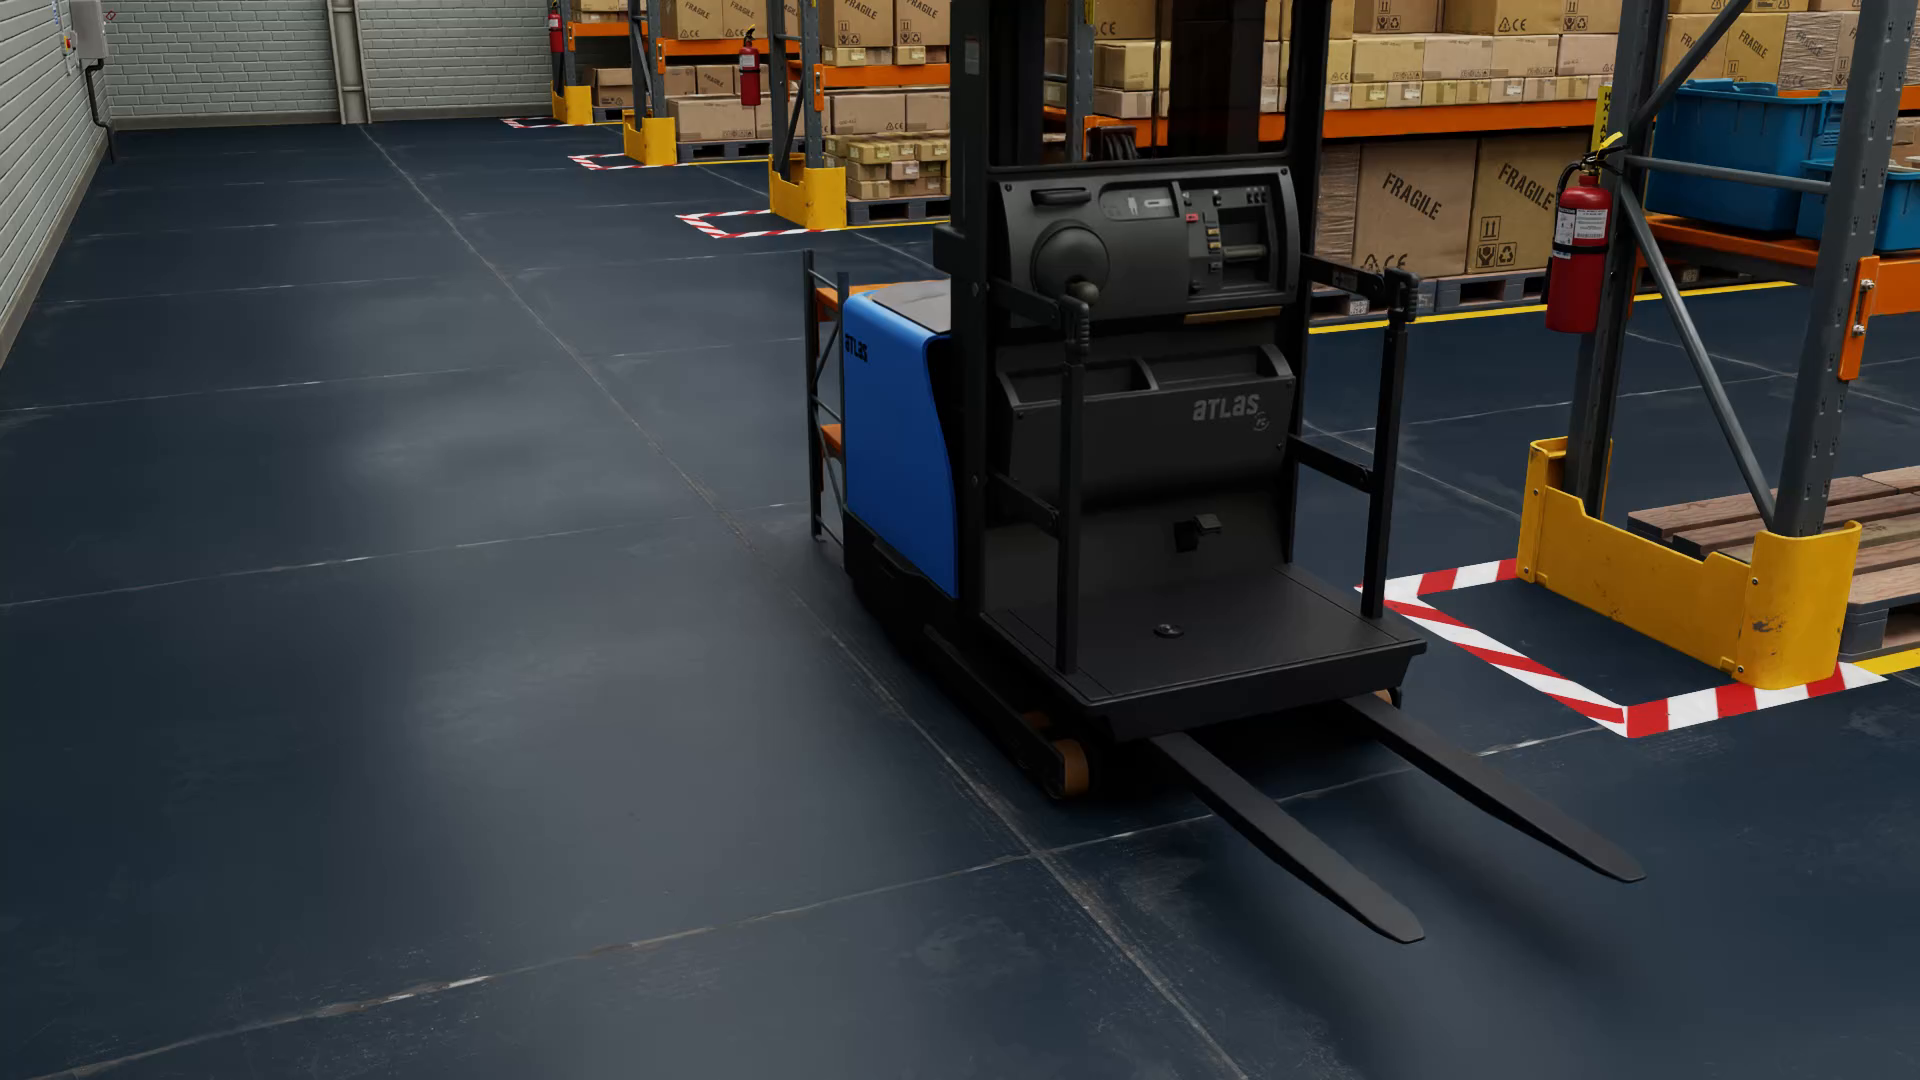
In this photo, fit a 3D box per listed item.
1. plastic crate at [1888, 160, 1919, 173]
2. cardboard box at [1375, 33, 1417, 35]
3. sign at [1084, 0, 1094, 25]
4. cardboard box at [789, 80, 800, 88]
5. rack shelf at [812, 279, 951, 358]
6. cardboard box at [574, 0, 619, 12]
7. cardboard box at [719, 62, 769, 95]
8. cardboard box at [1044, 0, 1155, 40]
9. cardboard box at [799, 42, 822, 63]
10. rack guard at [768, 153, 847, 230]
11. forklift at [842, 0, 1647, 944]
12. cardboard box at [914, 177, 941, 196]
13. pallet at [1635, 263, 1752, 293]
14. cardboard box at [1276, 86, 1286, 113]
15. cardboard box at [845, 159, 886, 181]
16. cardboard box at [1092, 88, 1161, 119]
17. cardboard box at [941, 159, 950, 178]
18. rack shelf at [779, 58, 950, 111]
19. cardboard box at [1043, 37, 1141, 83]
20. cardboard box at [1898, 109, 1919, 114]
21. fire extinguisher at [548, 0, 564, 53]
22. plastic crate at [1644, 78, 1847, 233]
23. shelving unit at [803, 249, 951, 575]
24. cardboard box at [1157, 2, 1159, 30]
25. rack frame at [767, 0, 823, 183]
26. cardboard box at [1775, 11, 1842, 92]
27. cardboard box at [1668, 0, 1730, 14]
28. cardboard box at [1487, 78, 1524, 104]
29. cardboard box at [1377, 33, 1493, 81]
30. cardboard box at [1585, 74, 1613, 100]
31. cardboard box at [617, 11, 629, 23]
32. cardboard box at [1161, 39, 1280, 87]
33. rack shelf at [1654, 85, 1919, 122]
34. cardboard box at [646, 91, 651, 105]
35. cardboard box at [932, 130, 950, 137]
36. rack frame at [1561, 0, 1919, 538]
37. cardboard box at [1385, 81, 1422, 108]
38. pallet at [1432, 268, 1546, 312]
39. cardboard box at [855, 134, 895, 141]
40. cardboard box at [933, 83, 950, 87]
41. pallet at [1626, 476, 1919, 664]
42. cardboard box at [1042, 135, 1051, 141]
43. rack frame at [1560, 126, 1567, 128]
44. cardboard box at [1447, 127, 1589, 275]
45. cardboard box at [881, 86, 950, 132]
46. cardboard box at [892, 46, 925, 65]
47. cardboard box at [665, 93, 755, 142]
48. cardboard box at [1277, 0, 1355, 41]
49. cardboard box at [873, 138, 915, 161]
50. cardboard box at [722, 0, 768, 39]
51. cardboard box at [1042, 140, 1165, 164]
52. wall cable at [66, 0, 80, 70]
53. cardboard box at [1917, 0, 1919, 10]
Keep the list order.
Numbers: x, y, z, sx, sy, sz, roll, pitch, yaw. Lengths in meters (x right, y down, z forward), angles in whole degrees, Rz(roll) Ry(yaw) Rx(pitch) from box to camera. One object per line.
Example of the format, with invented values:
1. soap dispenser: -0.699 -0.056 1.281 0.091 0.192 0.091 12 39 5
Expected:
1. plastic crate: 3.391 -1.247 5.853 0.243 0.136 0.396 -8 21 -22
2. cardboard box: 2.686 -3.137 10.693 0.500 0.250 0.500 -8 21 -21
3. sign: 0.695 -2.933 8.912 0.005 0.325 0.100 -8 21 -22
4. cardboard box: -2.442 -6.634 24.262 0.500 0.311 0.500 -7 21 -20
5. rack shelf: -0.012 -0.816 6.265 1.000 0.278 0.538 -7 21 -19
6. cardboard box: -4.891 -7.239 22.344 0.500 0.250 0.500 -8 21 -22
7. cardboard box: -3.062 -6.500 23.598 0.500 0.500 0.700 -9 21 -24
8. cardboard box: 0.823 -3.225 9.812 0.500 0.500 0.500 -8 21 -21
9. cardboard box: -1.204 -4.193 14.294 0.250 0.149 0.380 -8 21 -22
10. rack guard: -1.322 -3.014 14.329 0.348 0.500 1.175 -8 21 -22
11. forklift: 0.631 -0.838 4.489 1.130 2.935 3.031 -8 21 -22
12. cardboard box: -0.351 -3.102 14.475 0.250 0.149 0.380 -8 21 -21
13. pallet: 4.832 -1.992 11.863 1.213 0.211 1.003 -8 21 -22
14. cardboard box: 1.880 -2.620 9.826 0.250 0.149 0.380 -9 21 -23
15. cardboard box: -0.809 -3.167 14.213 0.250 0.149 0.380 -7 21 -20
16. cardboard box: 0.937 -2.485 9.440 0.250 0.149 0.380 -8 21 -21
17. cardboard box: -0.067 -3.246 14.437 0.250 0.149 0.380 -7 21 -20
18. rack shelf: 0.445 -4.107 14.752 4.000 0.370 1.077 -8 21 -22
19. cardboard box: 0.820 -2.871 9.938 0.500 0.250 0.500 -9 21 -23
20. cardboard box: 7.184 -2.821 12.584 0.875 0.875 1.225 -9 21 -24
21. fire extinguisher: -5.367 -6.820 22.052 0.183 0.674 0.296 -8 21 -22
22. plastic crate: 2.676 -1.293 5.533 0.499 0.435 0.616 -8 21 -22
23. shelving unit: -0.012 -0.540 6.362 1.048 1.125 0.538 -7 21 -19
24. cardboard box: 1.472 -4.679 14.695 0.500 0.500 0.500 -9 21 -23
25. rack frame: -1.392 -4.183 13.885 0.127 3.000 1.000 -8 21 -22
26. cardboard box: 5.595 -3.347 11.360 0.500 0.500 0.500 -9 21 -23
27. cardboard box: 4.736 -3.790 11.109 0.637 0.503 0.797 -9 21 -23
28. cardboard box: 3.295 -2.823 10.402 0.250 0.149 0.380 -8 21 -21
29. cardboard box: 2.909 -2.979 10.243 0.500 0.250 0.500 -8 21 -21
30. cardboard box: 4.003 -2.925 10.690 0.250 0.149 0.380 -8 21 -22
31. cardboard box: -4.561 -7.126 22.623 0.250 0.149 0.380 -8 21 -23
32. cardboard box: 1.503 -2.778 9.673 0.500 0.250 0.500 -8 21 -23
33. rack shelf: 5.989 -3.107 11.913 4.000 0.370 1.077 -8 21 -22
34. cardboard box: -4.410 -6.141 23.108 0.250 0.149 0.380 -9 21 -24
35. cardboard box: -0.078 -3.619 15.049 0.250 0.149 0.380 -7 21 -20
36. rack frame: 2.442 -1.147 5.262 0.127 3.000 1.000 -8 21 -22
37. cardboard box: 2.589 -2.722 10.116 0.250 0.149 0.380 -8 21 -21
38. pallet: 3.424 -1.792 11.293 1.213 0.211 1.003 -8 21 -22
39. cardboard box: -0.752 -3.479 14.652 0.250 0.149 0.380 -8 21 -21
40. cardboard box: -0.264 -6.870 24.648 0.500 0.500 0.500 -9 21 -24
41. pallet: 3.215 0.072 6.000 1.213 0.211 1.003 -8 21 -22
42. cardboard box: 0.617 -3.524 14.777 0.250 0.149 0.380 -8 21 -22
43. rack frame: 4.153 -3.183 11.046 0.127 3.000 1.000 -8 21 -22
44. cardboard box: 3.515 -2.317 11.152 0.875 0.875 0.875 -8 21 -22
45. cardboard box: -0.391 -5.145 19.843 0.875 0.438 0.875 -8 21 -23
46. cardboard box: -0.479 -4.072 13.949 0.250 0.149 0.380 -9 21 -23
47. cardboard box: -2.879 -4.786 18.824 0.875 0.438 0.875 -9 21 -24
48. cardboard box: 1.960 -3.197 9.734 0.500 0.500 0.500 -9 21 -23
49. cardboard box: -0.571 -3.355 14.299 0.250 0.149 0.380 -8 21 -21
50. cardboard box: -2.437 -5.777 18.262 0.500 0.500 0.500 -8 21 -23
51. cardboard box: 1.036 -1.962 10.143 0.875 0.875 0.875 -8 21 -22
52. wall cable: -9.186 -5.840 17.063 0.122 1.984 0.588 -8 21 -22
53. cardboard box: 6.549 -4.054 11.857 0.637 0.503 0.797 -8 21 -21
